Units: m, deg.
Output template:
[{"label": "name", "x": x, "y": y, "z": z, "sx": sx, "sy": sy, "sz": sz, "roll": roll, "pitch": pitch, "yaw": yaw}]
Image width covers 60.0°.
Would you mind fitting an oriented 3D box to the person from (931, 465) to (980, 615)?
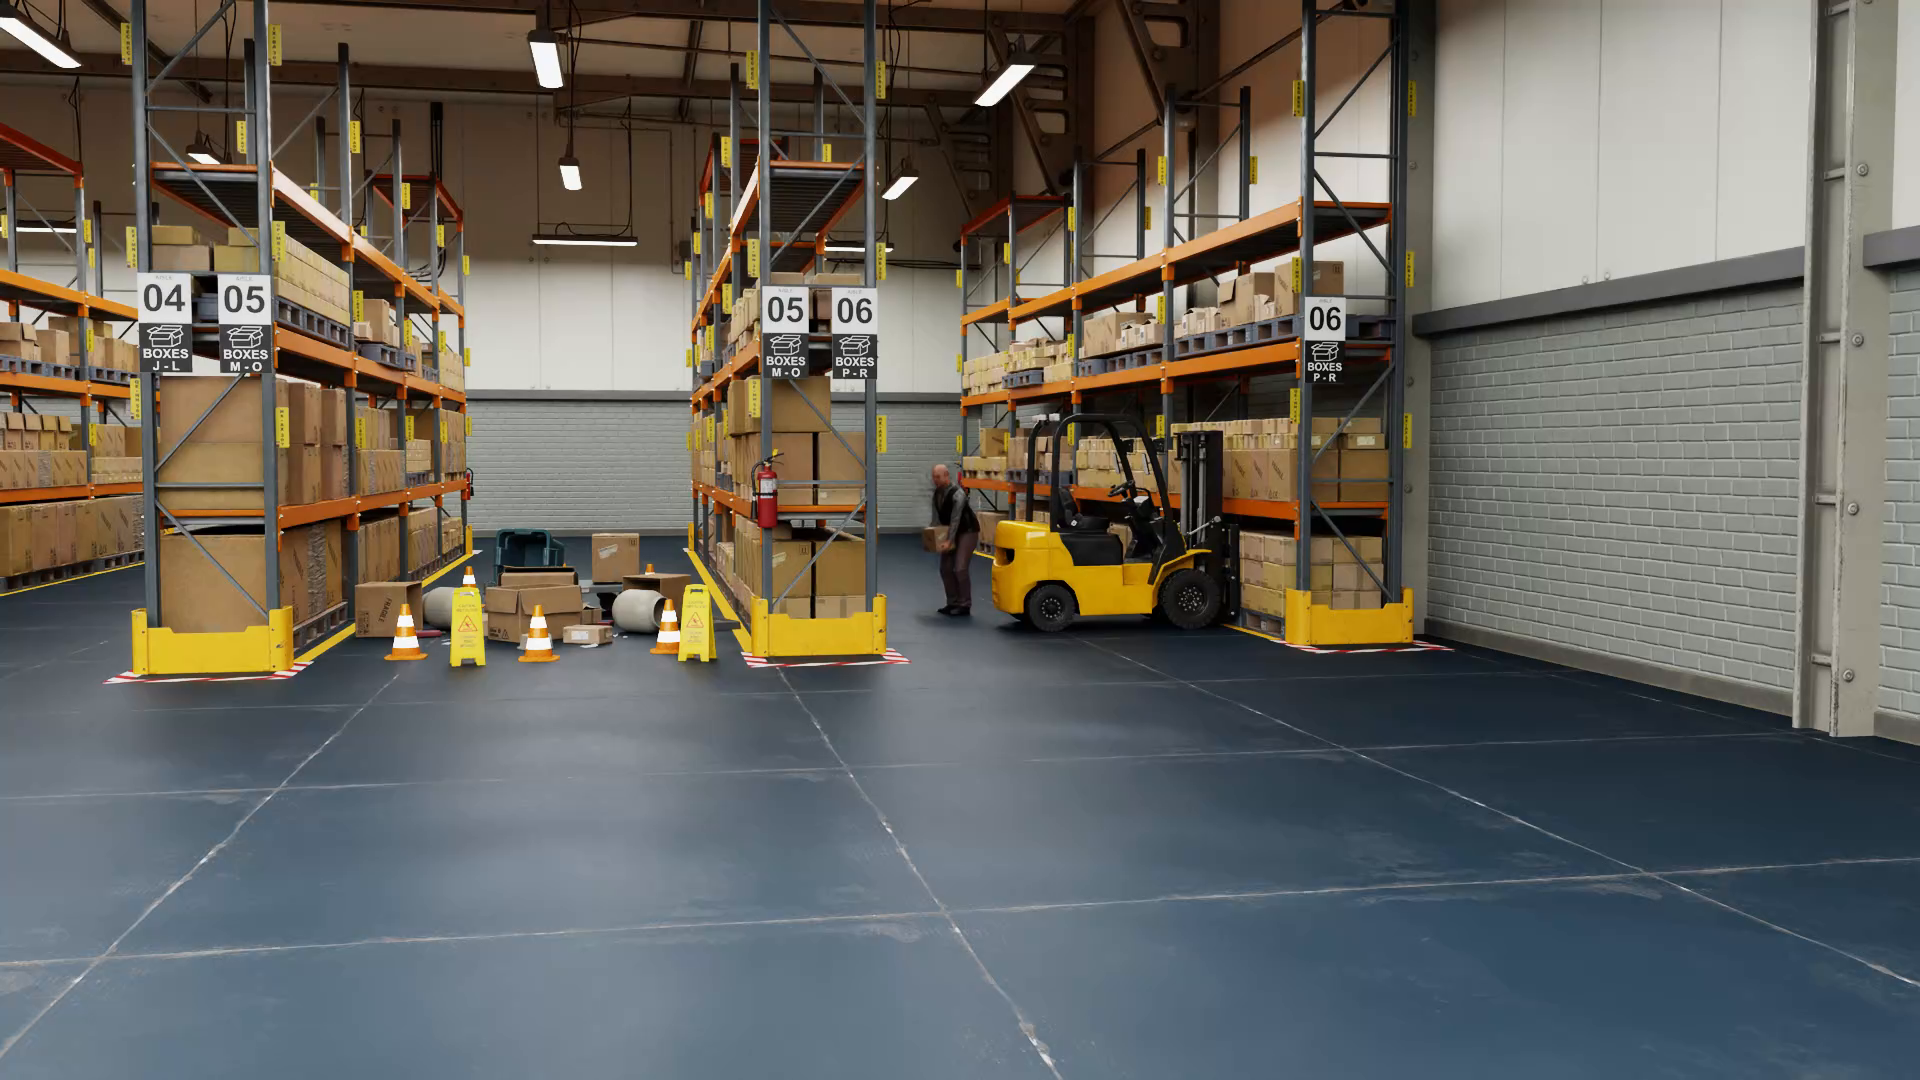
[{"label": "person", "x": -0.078, "y": -0.003, "z": 18.206, "sx": 0.615, "sy": 1.644, "sz": 0.477, "roll": -3, "pitch": 4, "yaw": -42}]
